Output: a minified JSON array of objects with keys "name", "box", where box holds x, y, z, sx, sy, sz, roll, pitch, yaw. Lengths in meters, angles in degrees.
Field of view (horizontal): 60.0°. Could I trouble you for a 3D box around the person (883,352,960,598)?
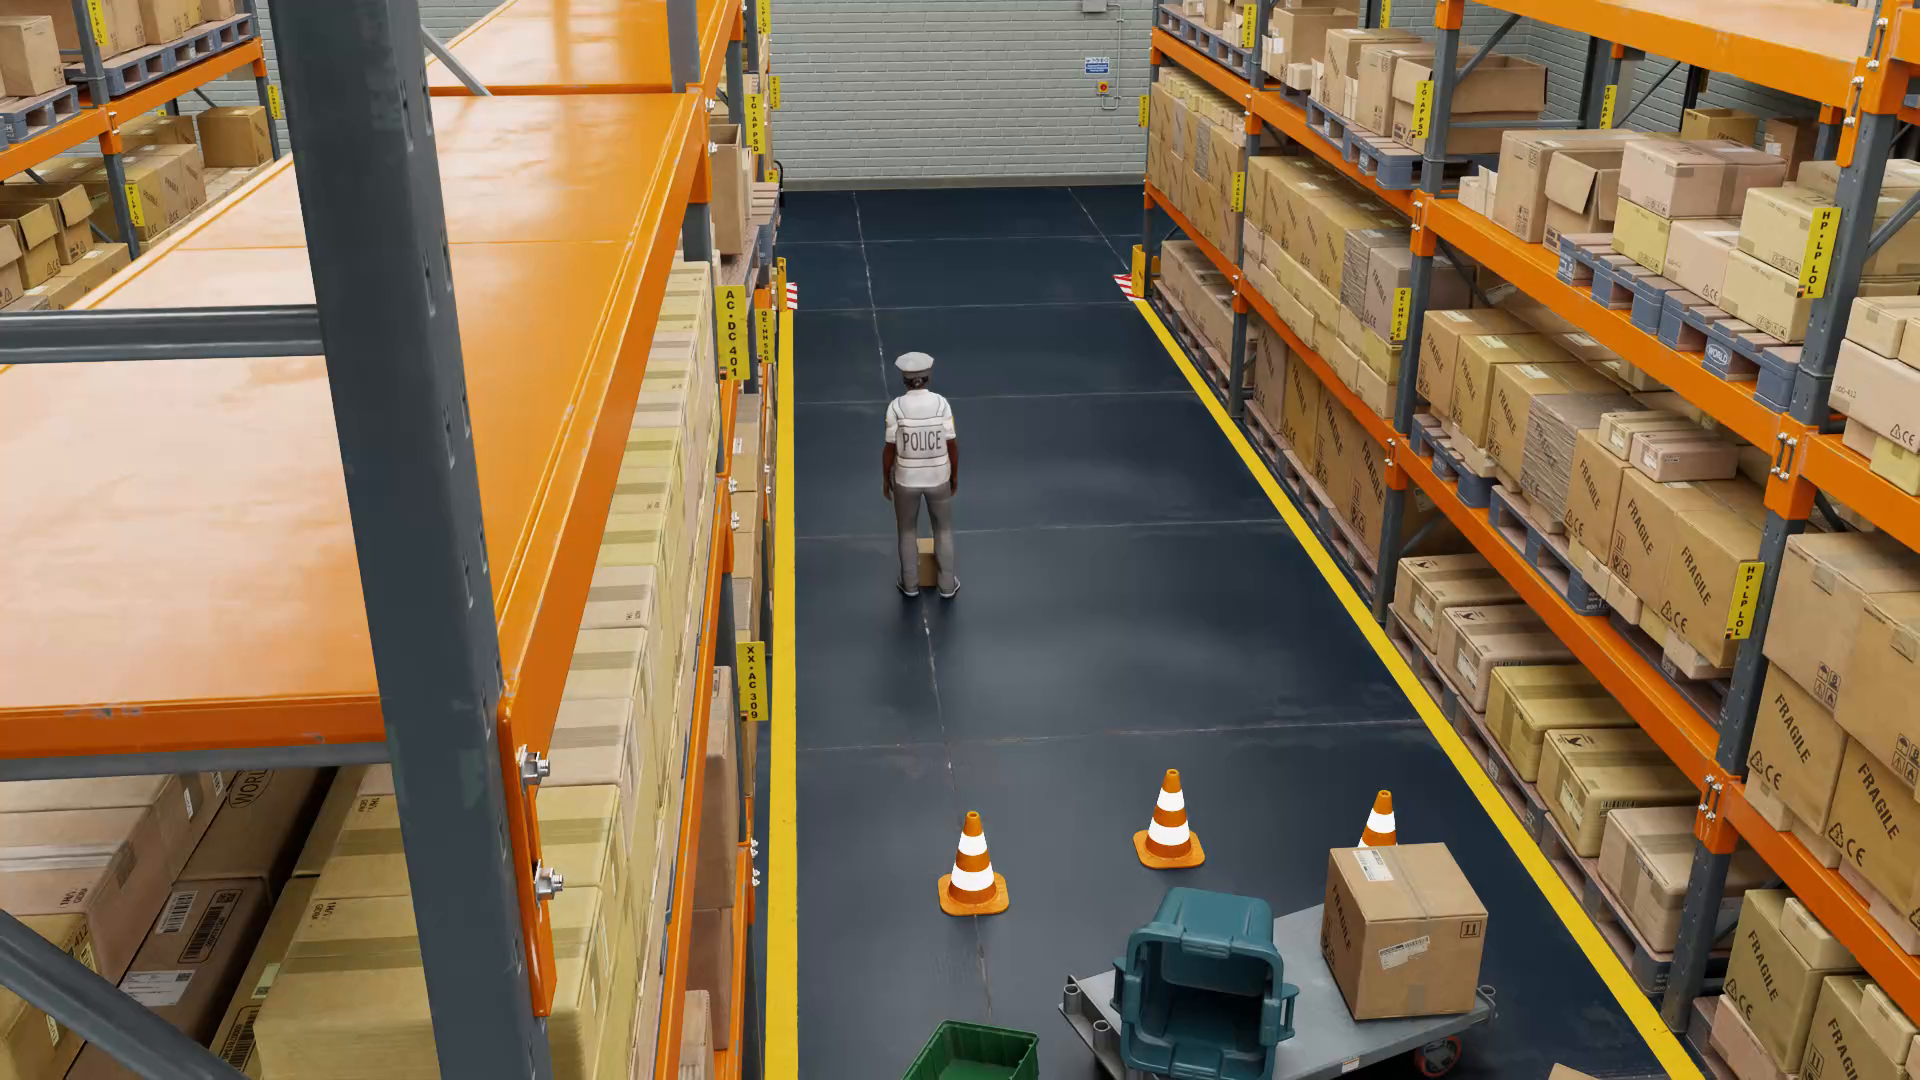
[{"name":"person","box":[-0.251,-0.401,11.007,0.520,1.659,0.417,-3,24,-6]}]
